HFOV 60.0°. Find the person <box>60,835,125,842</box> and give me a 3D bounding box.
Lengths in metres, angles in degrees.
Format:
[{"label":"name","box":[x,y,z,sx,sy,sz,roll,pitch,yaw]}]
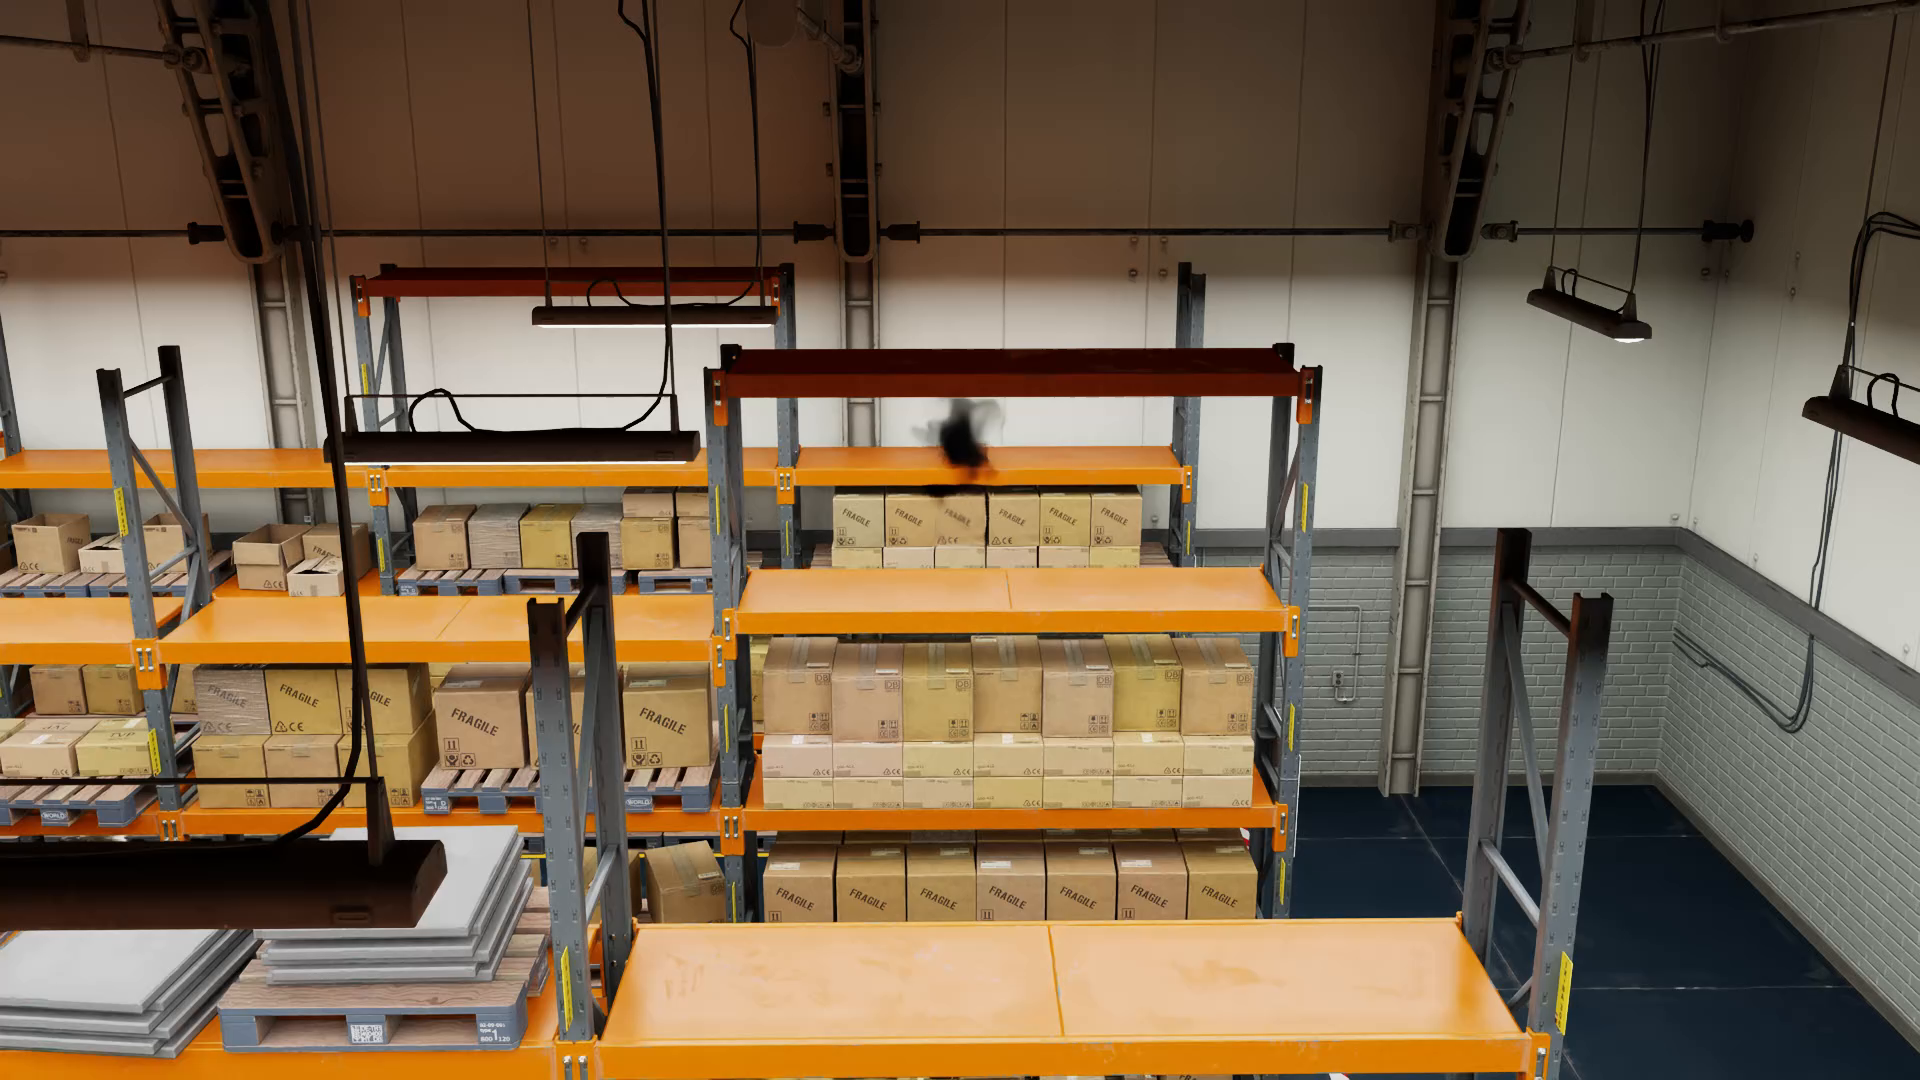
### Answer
[{"label":"person","box":[-7.732,3.010,15.173,0.805,1.748,0.612,-3,16,-10]}]
